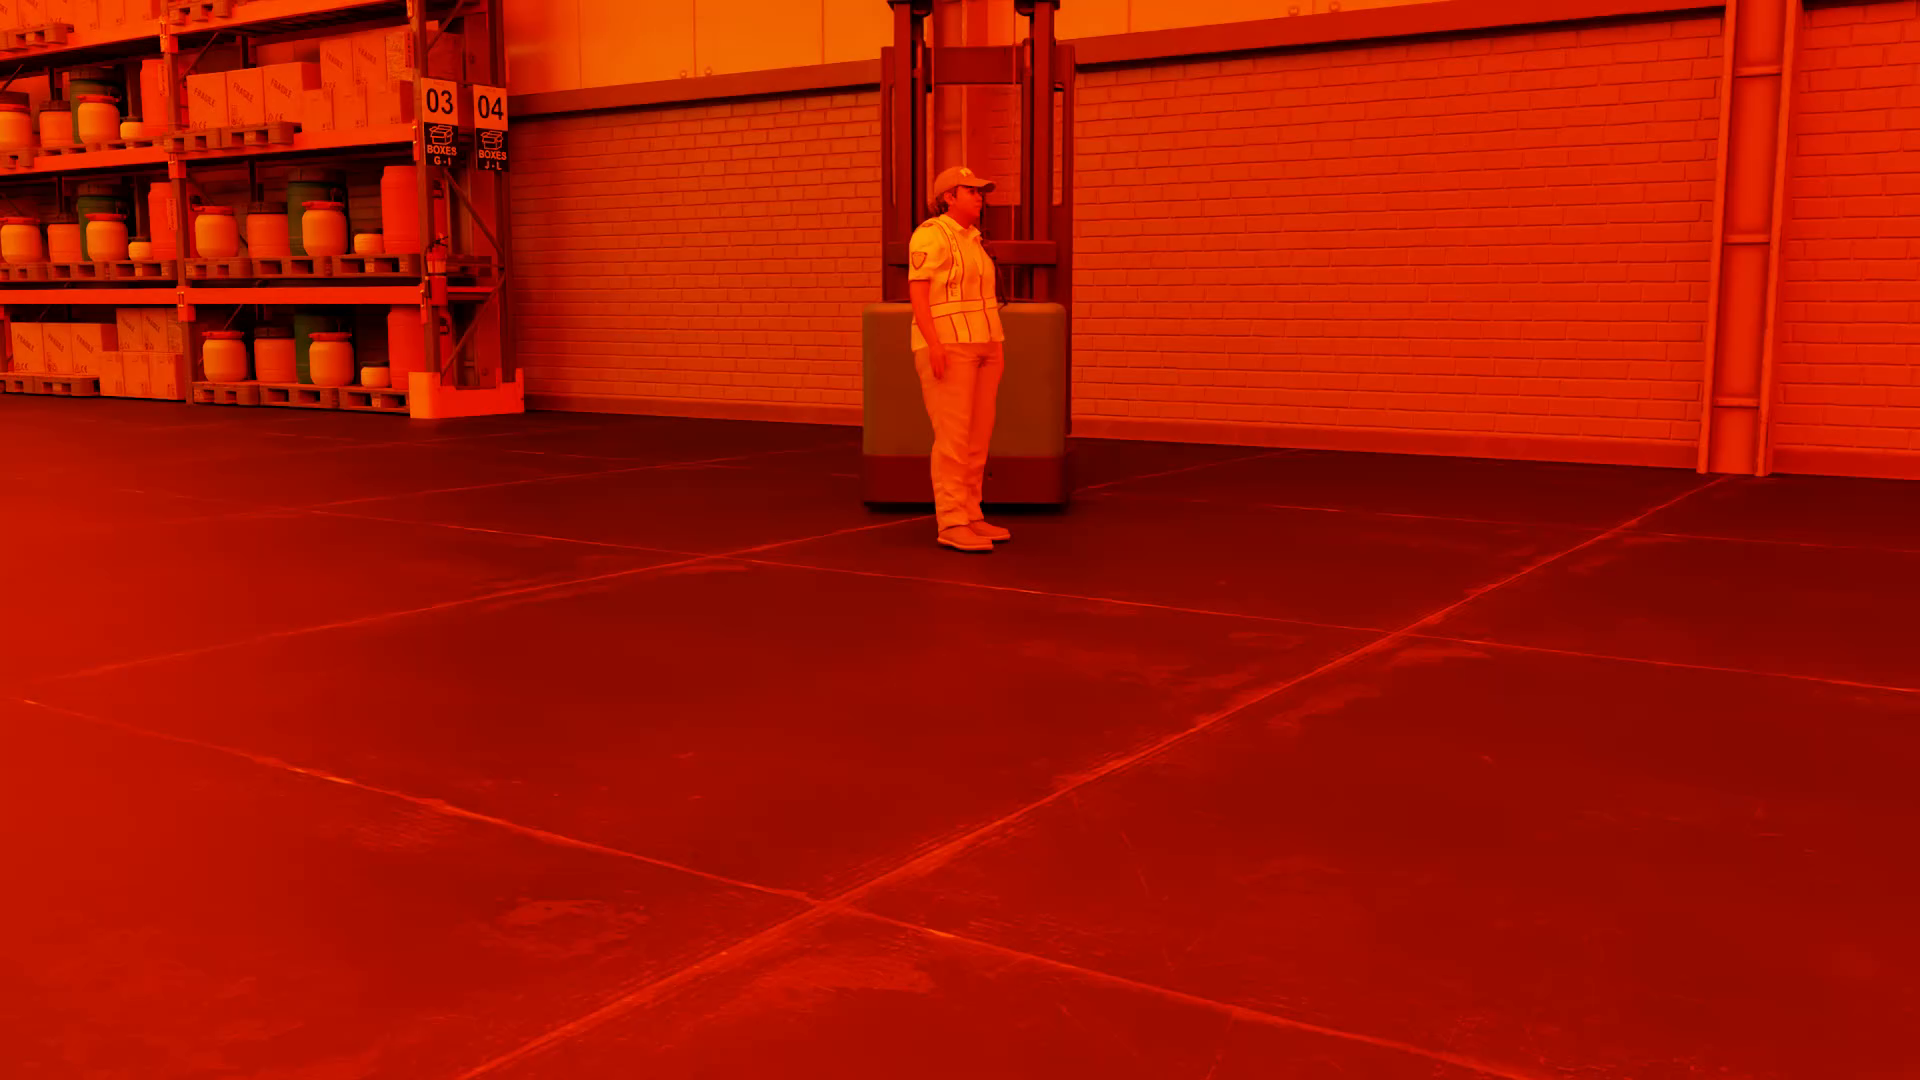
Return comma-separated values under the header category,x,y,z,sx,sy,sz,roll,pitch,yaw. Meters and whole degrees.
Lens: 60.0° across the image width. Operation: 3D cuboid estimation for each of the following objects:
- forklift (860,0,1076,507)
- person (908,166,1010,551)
category,x,y,z,sx,sy,sz,roll,pitch,yaw
forklift,0.117,-1.779,9.703,1.130,2.935,3.031,1,8,4
person,0.051,-0.824,7.424,0.529,1.670,0.598,5,10,34
